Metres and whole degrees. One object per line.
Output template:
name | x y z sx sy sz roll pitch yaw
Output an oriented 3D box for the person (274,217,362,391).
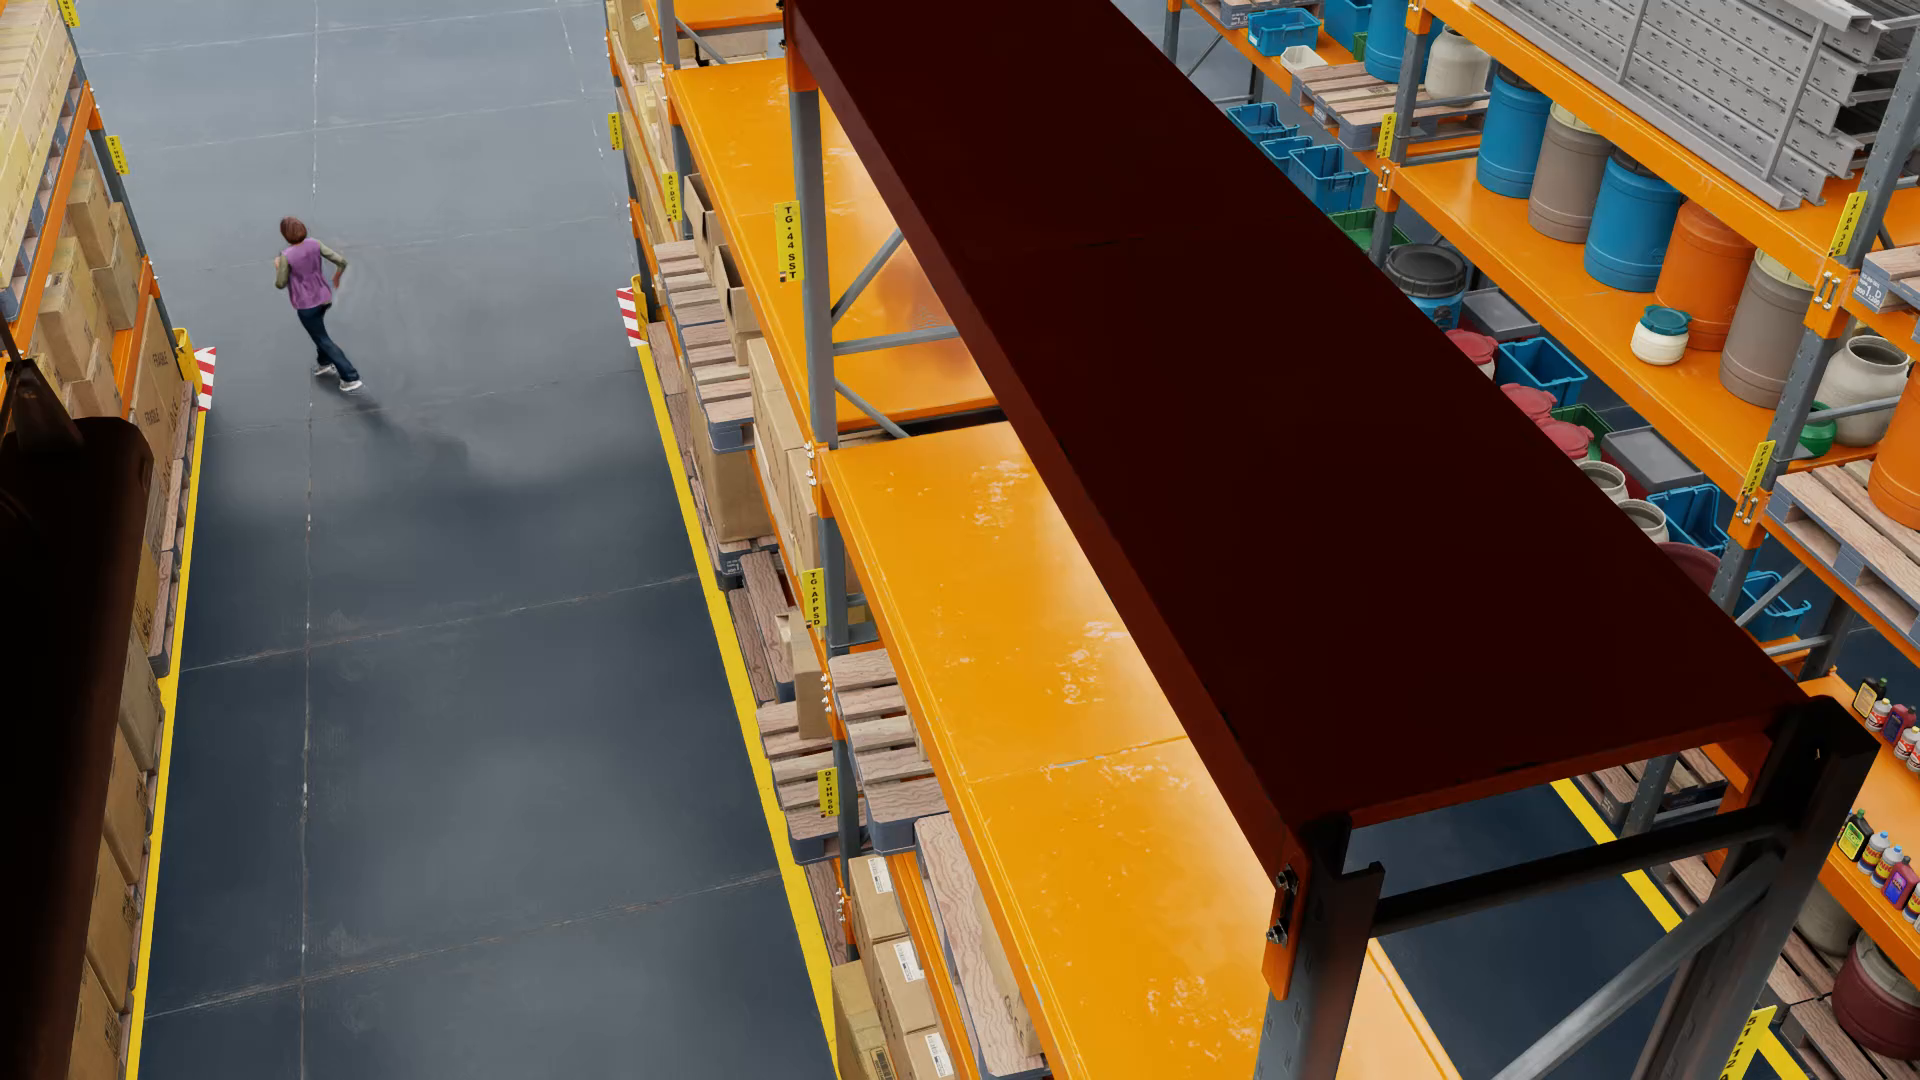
person | -5.422 -1.976 14.020 0.750 1.627 0.516 20 43 23
